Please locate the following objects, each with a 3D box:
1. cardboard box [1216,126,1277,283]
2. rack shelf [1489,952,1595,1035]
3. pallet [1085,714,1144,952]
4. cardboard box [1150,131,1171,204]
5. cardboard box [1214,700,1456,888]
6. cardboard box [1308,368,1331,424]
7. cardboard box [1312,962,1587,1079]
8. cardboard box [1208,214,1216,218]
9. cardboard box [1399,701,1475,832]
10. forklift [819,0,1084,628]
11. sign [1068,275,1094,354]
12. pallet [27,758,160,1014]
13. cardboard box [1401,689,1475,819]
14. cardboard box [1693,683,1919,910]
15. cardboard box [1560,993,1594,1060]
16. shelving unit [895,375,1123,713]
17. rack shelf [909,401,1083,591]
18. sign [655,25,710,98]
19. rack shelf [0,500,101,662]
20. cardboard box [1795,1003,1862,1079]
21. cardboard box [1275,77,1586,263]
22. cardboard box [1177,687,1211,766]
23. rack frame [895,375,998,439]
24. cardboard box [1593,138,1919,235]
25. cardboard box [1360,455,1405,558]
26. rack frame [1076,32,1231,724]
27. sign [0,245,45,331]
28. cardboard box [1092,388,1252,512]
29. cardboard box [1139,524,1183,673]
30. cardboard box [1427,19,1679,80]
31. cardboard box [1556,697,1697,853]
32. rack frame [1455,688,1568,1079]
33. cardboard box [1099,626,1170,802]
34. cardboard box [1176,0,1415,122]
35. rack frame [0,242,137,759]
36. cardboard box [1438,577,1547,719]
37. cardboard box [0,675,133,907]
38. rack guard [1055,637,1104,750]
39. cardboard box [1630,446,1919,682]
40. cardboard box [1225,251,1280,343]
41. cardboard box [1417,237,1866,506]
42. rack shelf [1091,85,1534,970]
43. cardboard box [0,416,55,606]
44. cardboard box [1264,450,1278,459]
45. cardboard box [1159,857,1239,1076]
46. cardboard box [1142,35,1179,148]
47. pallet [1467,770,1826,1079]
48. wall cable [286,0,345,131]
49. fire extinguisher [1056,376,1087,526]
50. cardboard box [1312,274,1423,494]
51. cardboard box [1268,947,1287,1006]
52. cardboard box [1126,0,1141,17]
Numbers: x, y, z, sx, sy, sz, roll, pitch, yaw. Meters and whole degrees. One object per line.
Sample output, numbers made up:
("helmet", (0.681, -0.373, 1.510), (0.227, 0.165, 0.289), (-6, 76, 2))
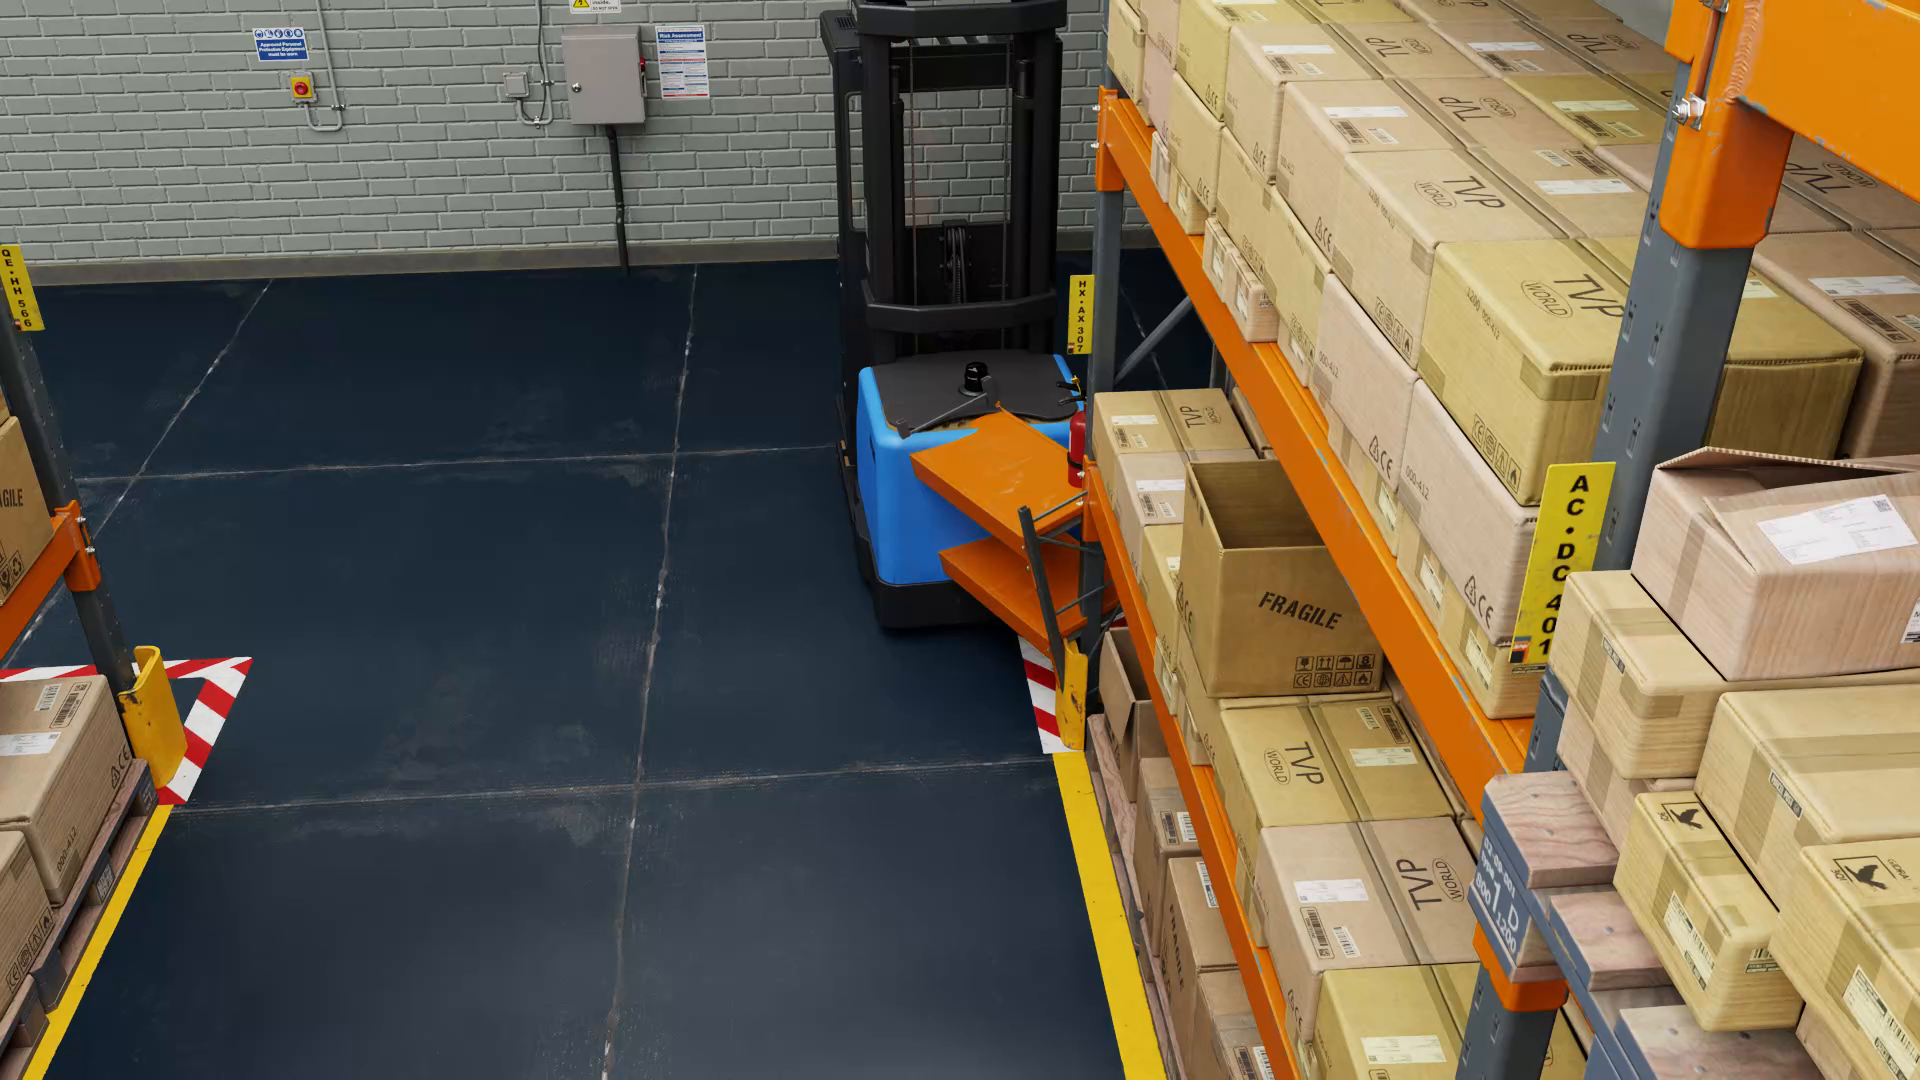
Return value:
("cardboard box", (0.956, -0.854, 4.185), (0.500, 0.250, 0.500), (-3, 31, -5))
("rack shelf", (1.572, 1.559, 0.992), (1.077, 0.370, 4.000), (-3, 31, -5))
("pallet", (1.094, 1.117, 6.674), (1.003, 0.211, 1.213), (-3, 31, -5))
("cardboard box", (0.788, -1.135, 5.045), (0.380, 0.149, 0.250), (-2, 31, -3))
("cardboard box", (1.000, 0.695, 4.518), (0.500, 0.250, 0.500), (-3, 31, -5))
("cardboard box", (1.007, -0.359, 3.746), (0.380, 0.149, 0.250), (-2, 31, -3))
("cardboard box", (1.095, 1.205, 3.664), (0.500, 0.250, 0.500), (-2, 31, -3))
("cardboard box", (0.905, -0.878, 4.615), (0.380, 0.149, 0.250), (-3, 31, -5))
("cardboard box", (1.508, 0.668, 4.562), (0.500, 0.250, 0.500), (-2, 31, -4))
("forklift", (-0.099, -1.576, 8.531), (1.130, 2.935, 3.031), (-5, 31, -8))
("sign", (0.472, -0.871, 6.439), (0.100, 0.325, 0.005), (-3, 31, -5))
("pallet", (-3.777, 1.316, 6.341), (1.003, 0.211, 1.213), (-3, 31, -5))
("cardboard box", (1.511, 0.358, 4.350), (0.500, 0.500, 0.500), (-4, 31, -6))
("cardboard box", (1.073, 0.292, 1.859), (0.380, 0.149, 0.250), (-2, 31, -4))
("cardboard box", (1.608, 1.187, 3.693), (0.500, 0.250, 0.500), (-3, 31, -5))
("shelving unit", (0.307, 0.021, 7.397), (0.538, 1.125, 1.048), (-28, 36, -19))
("rack shelf", (0.244, -0.214, 7.234), (0.538, 0.278, 1.000), (-28, 36, -19))
("sign", (-1.902, -3.278, 11.406), (0.329, 0.494, 0.001), (-3, 31, -5))
("rack shelf", (-3.743, 1.044, 4.779), (1.077, 0.370, 4.000), (-3, 31, -5))
("cardboard box", (1.128, 0.543, 1.728), (0.380, 0.149, 0.250), (-2, 31, -4))
("cardboard box", (1.004, -0.813, 3.630), (0.500, 0.250, 0.500), (-2, 31, -4))
("cardboard box", (0.885, 0.557, 5.138), (0.380, 0.149, 0.250), (-2, 31, -3))
("rack frame", (0.049, -0.180, 7.786), (0.500, 1.125, 0.032), (-28, 36, -19))
("cardboard box", (1.559, -0.579, 3.238), (0.500, 0.250, 0.500), (-4, 31, -6))
("cardboard box", (1.022, -0.095, 3.305), (0.380, 0.149, 0.250), (-2, 31, -3))
("rack frame", (1.012, -0.526, 6.705), (1.000, 3.000, 0.127), (-3, 31, -5))
("sign", (-3.388, -0.904, 5.978), (0.100, 0.325, 0.005), (-3, 31, -5))
("cardboard box", (0.786, -0.344, 6.258), (0.500, 0.250, 0.500), (-3, 31, -4))
("cardboard box", (0.884, 0.172, 5.394), (0.500, 0.250, 0.500), (-3, 31, -6))
("cardboard box", (1.458, -1.093, 4.098), (0.500, 0.250, 0.500), (-3, 31, -5))
("cardboard box", (1.017, 0.285, 2.161), (0.380, 0.149, 0.250), (-2, 31, -4))
("rack frame", (1.385, 1.517, 3.286), (1.000, 3.000, 0.127), (-3, 31, -5))
("cardboard box", (0.975, 0.683, 6.707), (0.797, 0.503, 0.637), (-4, 31, -7))
("cardboard box", (0.893, -1.336, 4.506), (0.500, 0.250, 0.500), (-3, 31, -5))
("rack frame", (-3.930, -0.286, 6.304), (1.000, 3.000, 0.127), (-3, 31, -5))
("cardboard box", (1.058, 0.167, 2.865), (0.380, 0.149, 0.250), (-3, 31, -5))
("cardboard box", (-3.769, 0.966, 6.297), (0.875, 0.438, 0.875), (-4, 31, -6))
("rack guard", (1.019, 0.586, 7.281), (1.175, 0.500, 0.348), (-3, 31, -5))
("cardboard box", (1.066, -0.022, 1.980), (0.396, 0.266, 0.258), (-3, 31, -5))
("cardboard box", (0.885, -0.617, 4.178), (0.380, 0.149, 0.250), (-2, 31, -4))
("cardboard box", (1.099, -0.295, 2.763), (0.500, 0.250, 0.500), (-3, 31, -4))
("rack shelf", (1.199, -0.483, 4.411), (1.077, 0.370, 4.000), (-3, 31, -5))
("cardboard box", (-3.621, -0.095, 5.887), (0.500, 0.500, 0.500), (-3, 31, -4))
("cardboard box", (1.366, -0.104, 5.854), (0.500, 0.250, 0.500), (-3, 31, -4))
("cardboard box", (0.966, 1.397, 5.514), (0.500, 0.500, 0.500), (-2, 31, -4))
("cardboard box", (0.849, -1.379, 5.064), (0.500, 0.250, 0.500), (-2, 31, -4))
("pallet", (1.377, 0.646, 2.002), (1.213, 0.211, 1.003), (-3, 31, -5))
("wall cable", (-4.480, -3.613, 10.853), (0.585, 1.953, 0.123), (-3, 31, -5))
("fire extinguisher", (0.538, -0.385, 6.909), (0.296, 0.674, 0.183), (-3, 31, -5))
("cardboard box", (1.032, -0.334, 3.315), (0.500, 0.250, 0.500), (-4, 31, -6))
("cardboard box", (1.012, 1.075, 4.270), (0.380, 0.149, 0.250), (-2, 31, -3))
("cardboard box", (0.803, -1.853, 5.370), (0.500, 0.250, 0.500), (-3, 31, -5))
